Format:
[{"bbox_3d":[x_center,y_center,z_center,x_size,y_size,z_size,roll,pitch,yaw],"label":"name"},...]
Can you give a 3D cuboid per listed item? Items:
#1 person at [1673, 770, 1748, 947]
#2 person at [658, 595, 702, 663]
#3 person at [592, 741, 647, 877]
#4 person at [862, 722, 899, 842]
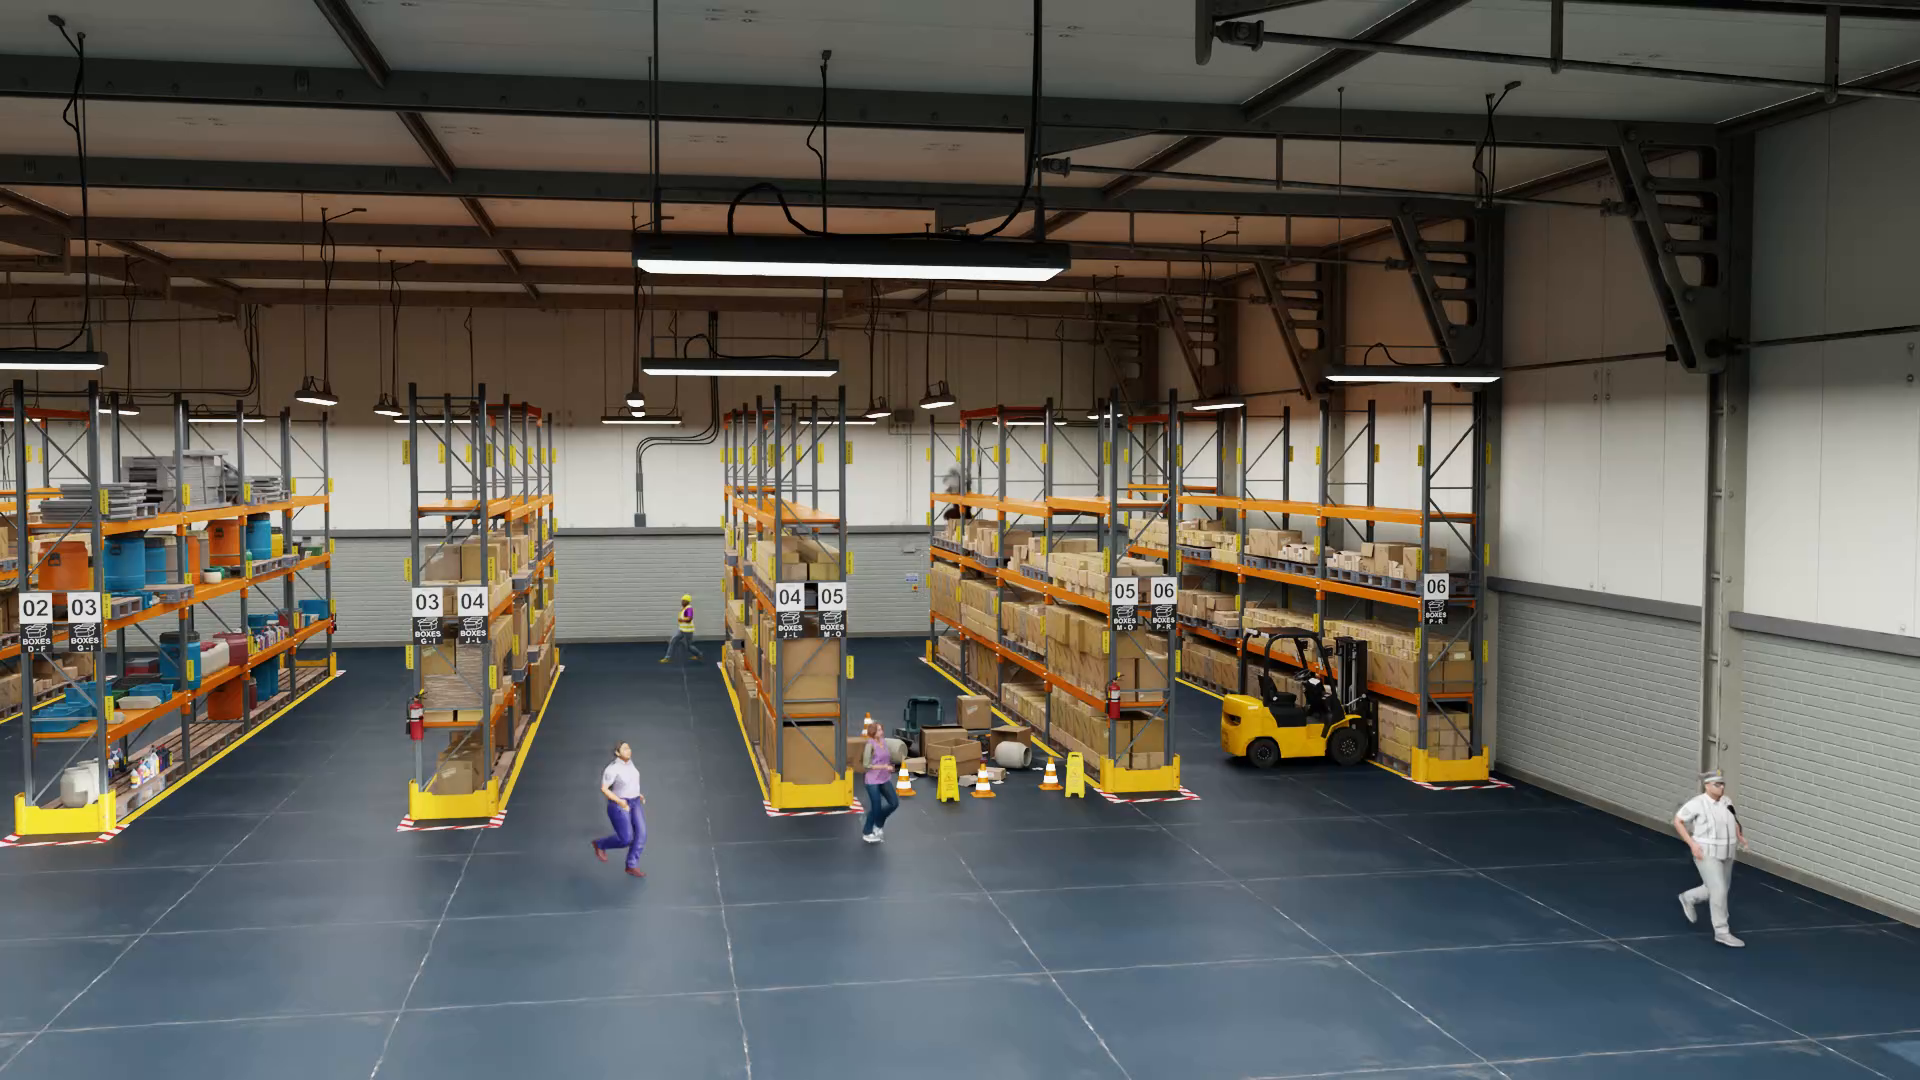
[{"bbox_3d":[7.779,3.236,17.217,0.691,1.755,0.907,-1,3,-22],"label":"person"},{"bbox_3d":[-6.646,2.145,40.051,1.097,1.641,0.730,-2,4,-37],"label":"person"},{"bbox_3d":[-4.052,3.204,19.925,0.694,1.619,0.616,1,3,27],"label":"person"},{"bbox_3d":[-1.019,3.119,21.393,0.580,1.564,0.519,2,4,38],"label":"person"}]
